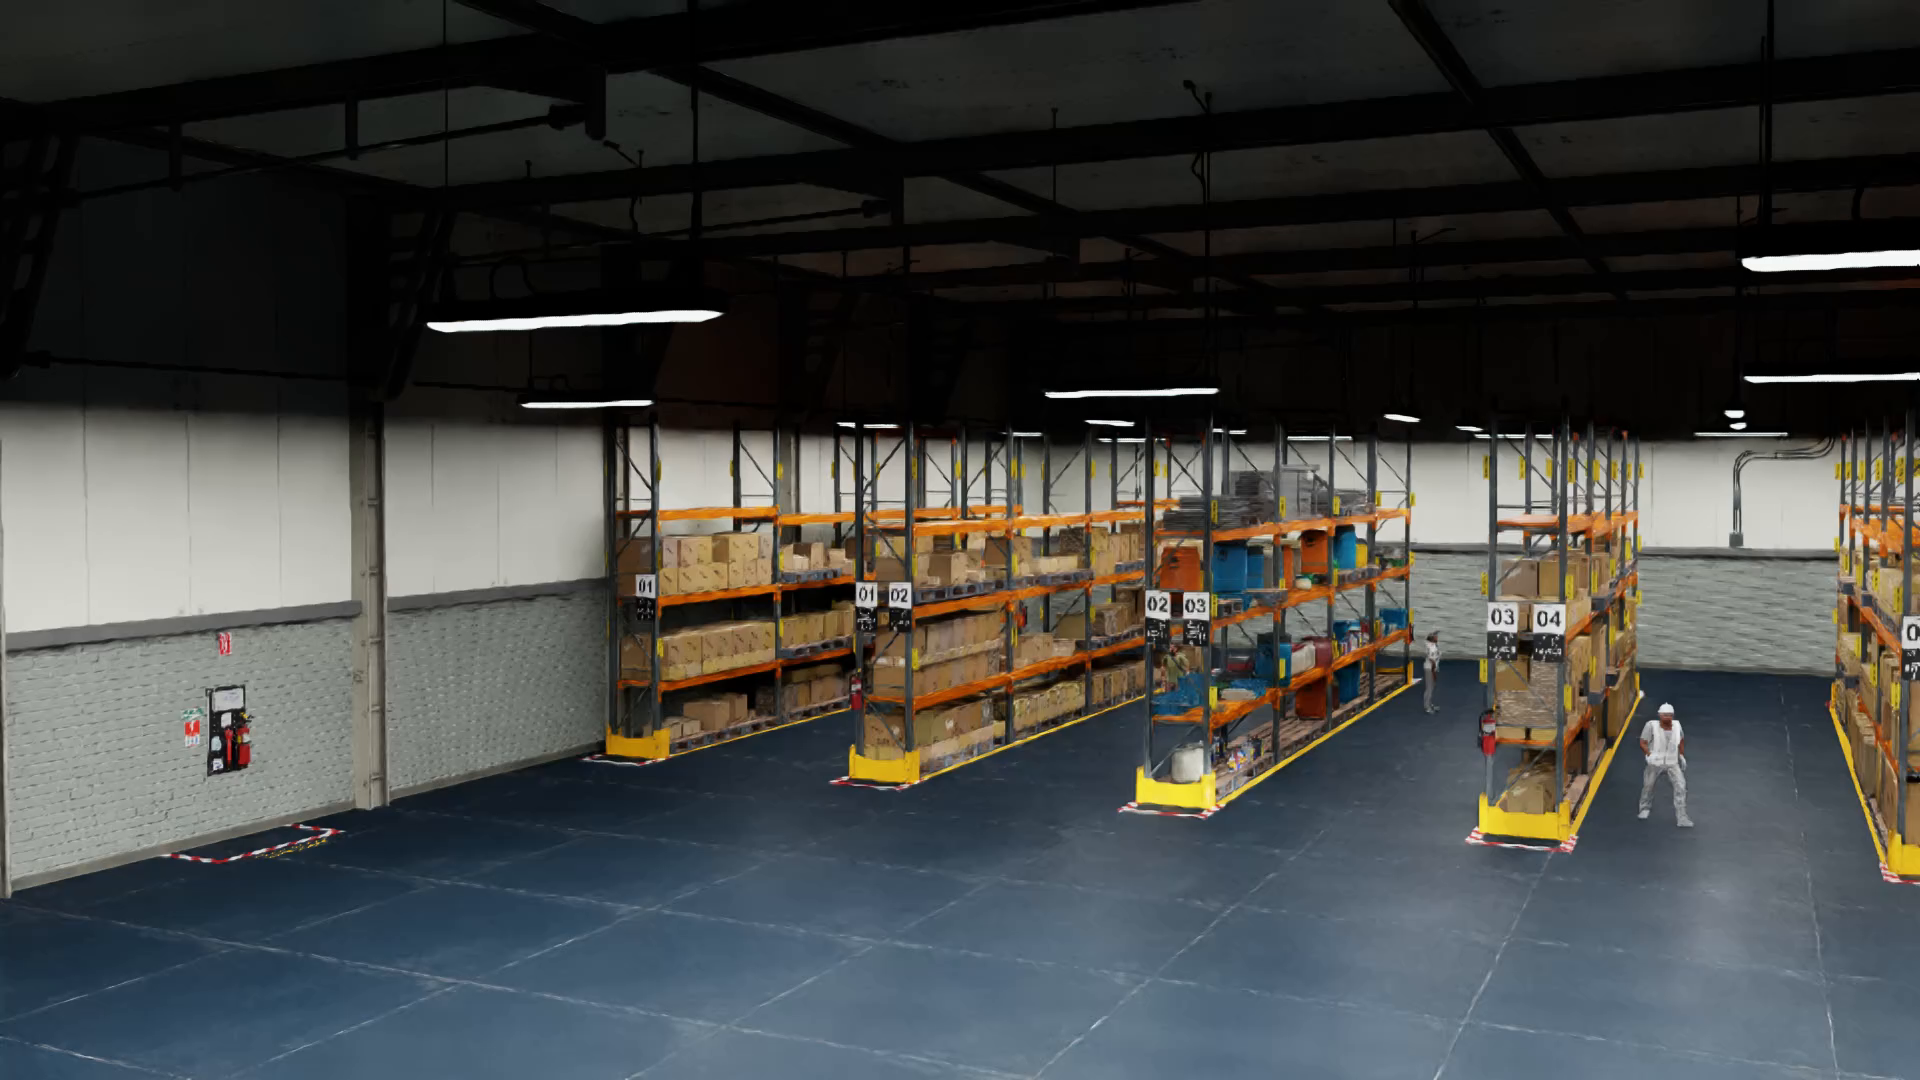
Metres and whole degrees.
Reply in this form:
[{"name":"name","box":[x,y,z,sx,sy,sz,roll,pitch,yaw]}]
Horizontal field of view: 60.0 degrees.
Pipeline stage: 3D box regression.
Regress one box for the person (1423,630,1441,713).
[{"name":"person","box":[9.756,2.700,34.387,0.371,1.682,0.581,0,2,7]}]

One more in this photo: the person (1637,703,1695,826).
[{"name":"person","box":[9.952,3.146,23.534,0.692,1.723,0.846,0,2,9]}]

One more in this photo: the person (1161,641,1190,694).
[{"name":"person","box":[4.277,2.808,33.086,0.598,1.618,0.507,1,3,23]}]
